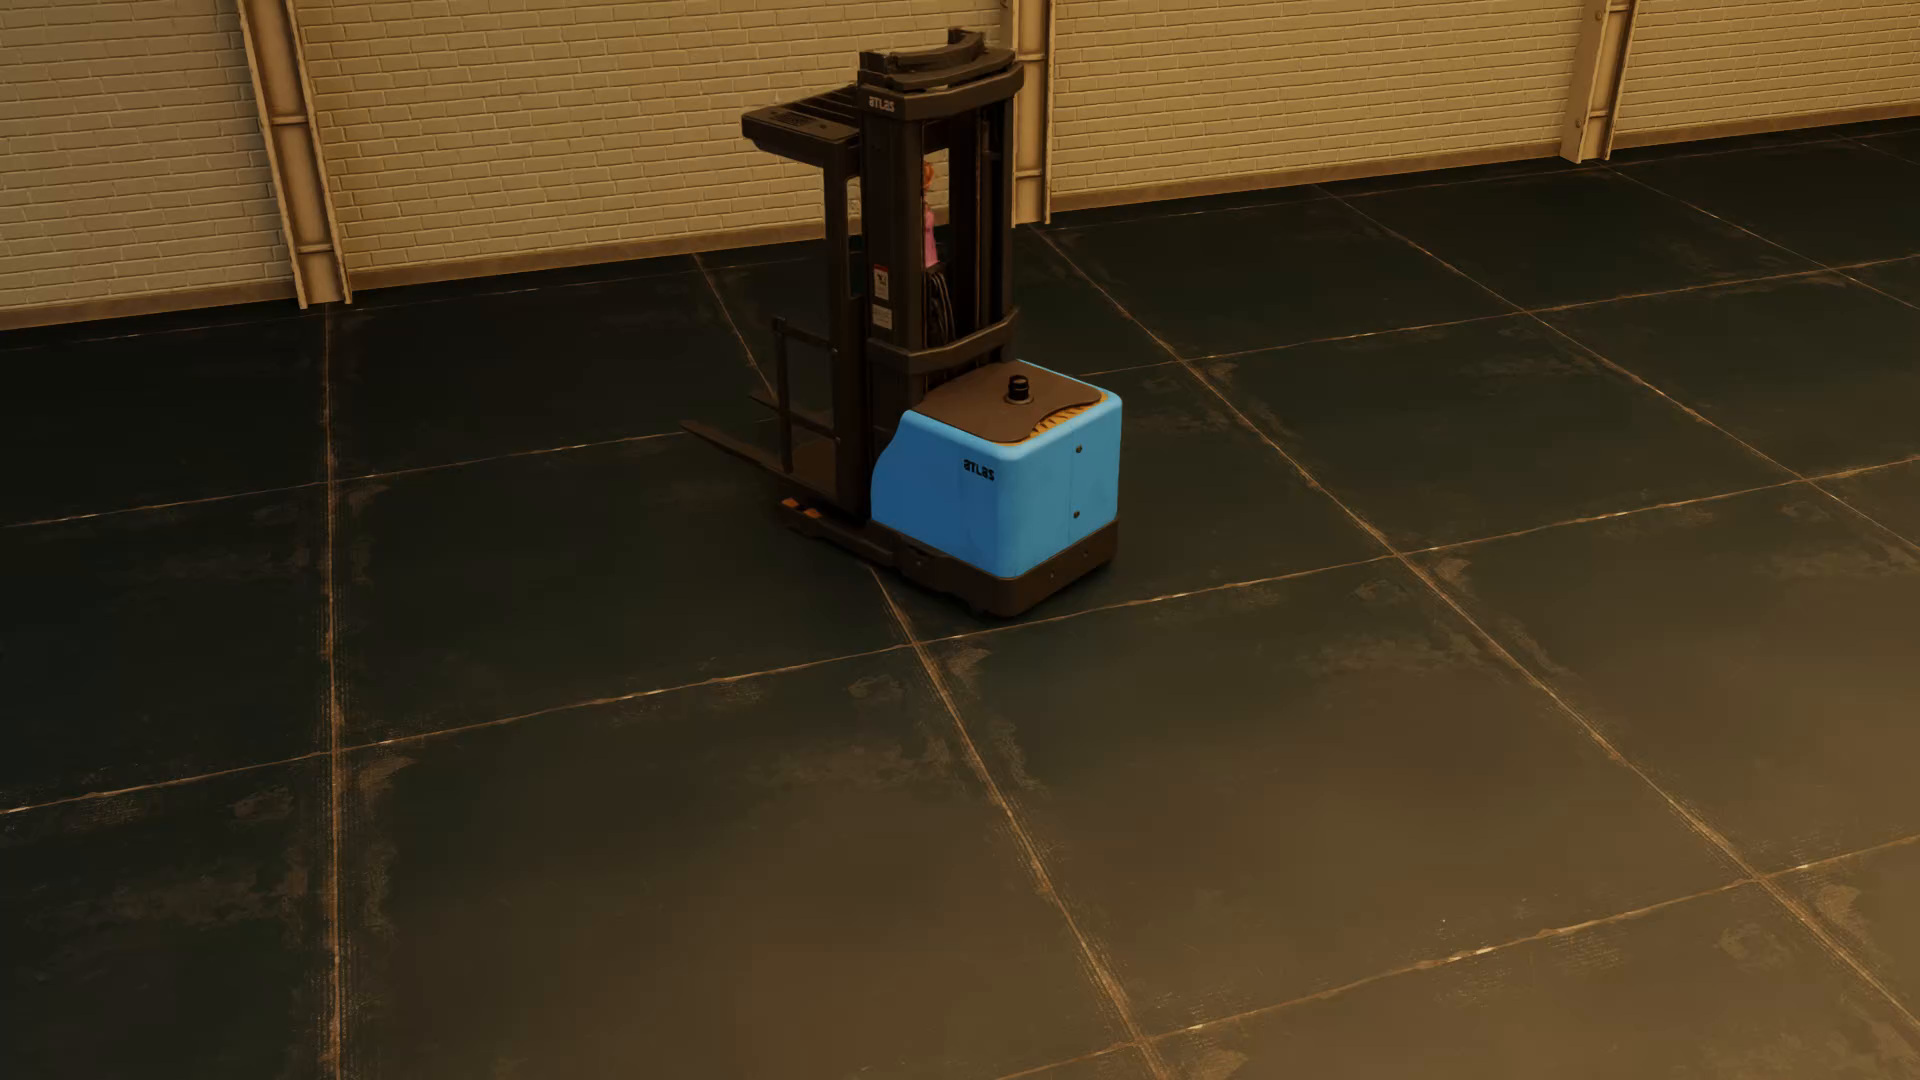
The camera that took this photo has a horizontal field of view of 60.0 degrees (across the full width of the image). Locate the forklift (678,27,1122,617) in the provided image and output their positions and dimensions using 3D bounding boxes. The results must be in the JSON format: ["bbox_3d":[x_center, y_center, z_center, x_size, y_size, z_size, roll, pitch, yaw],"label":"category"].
[{"bbox_3d":[-0.508,-1.464,9.631,3.031,2.935,1.130,24,38,36],"label":"forklift"}]

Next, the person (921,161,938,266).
[{"bbox_3d":[-0.293,-1.974,11.964,0.447,1.504,0.764,-1,30,-1],"label":"person"}]
